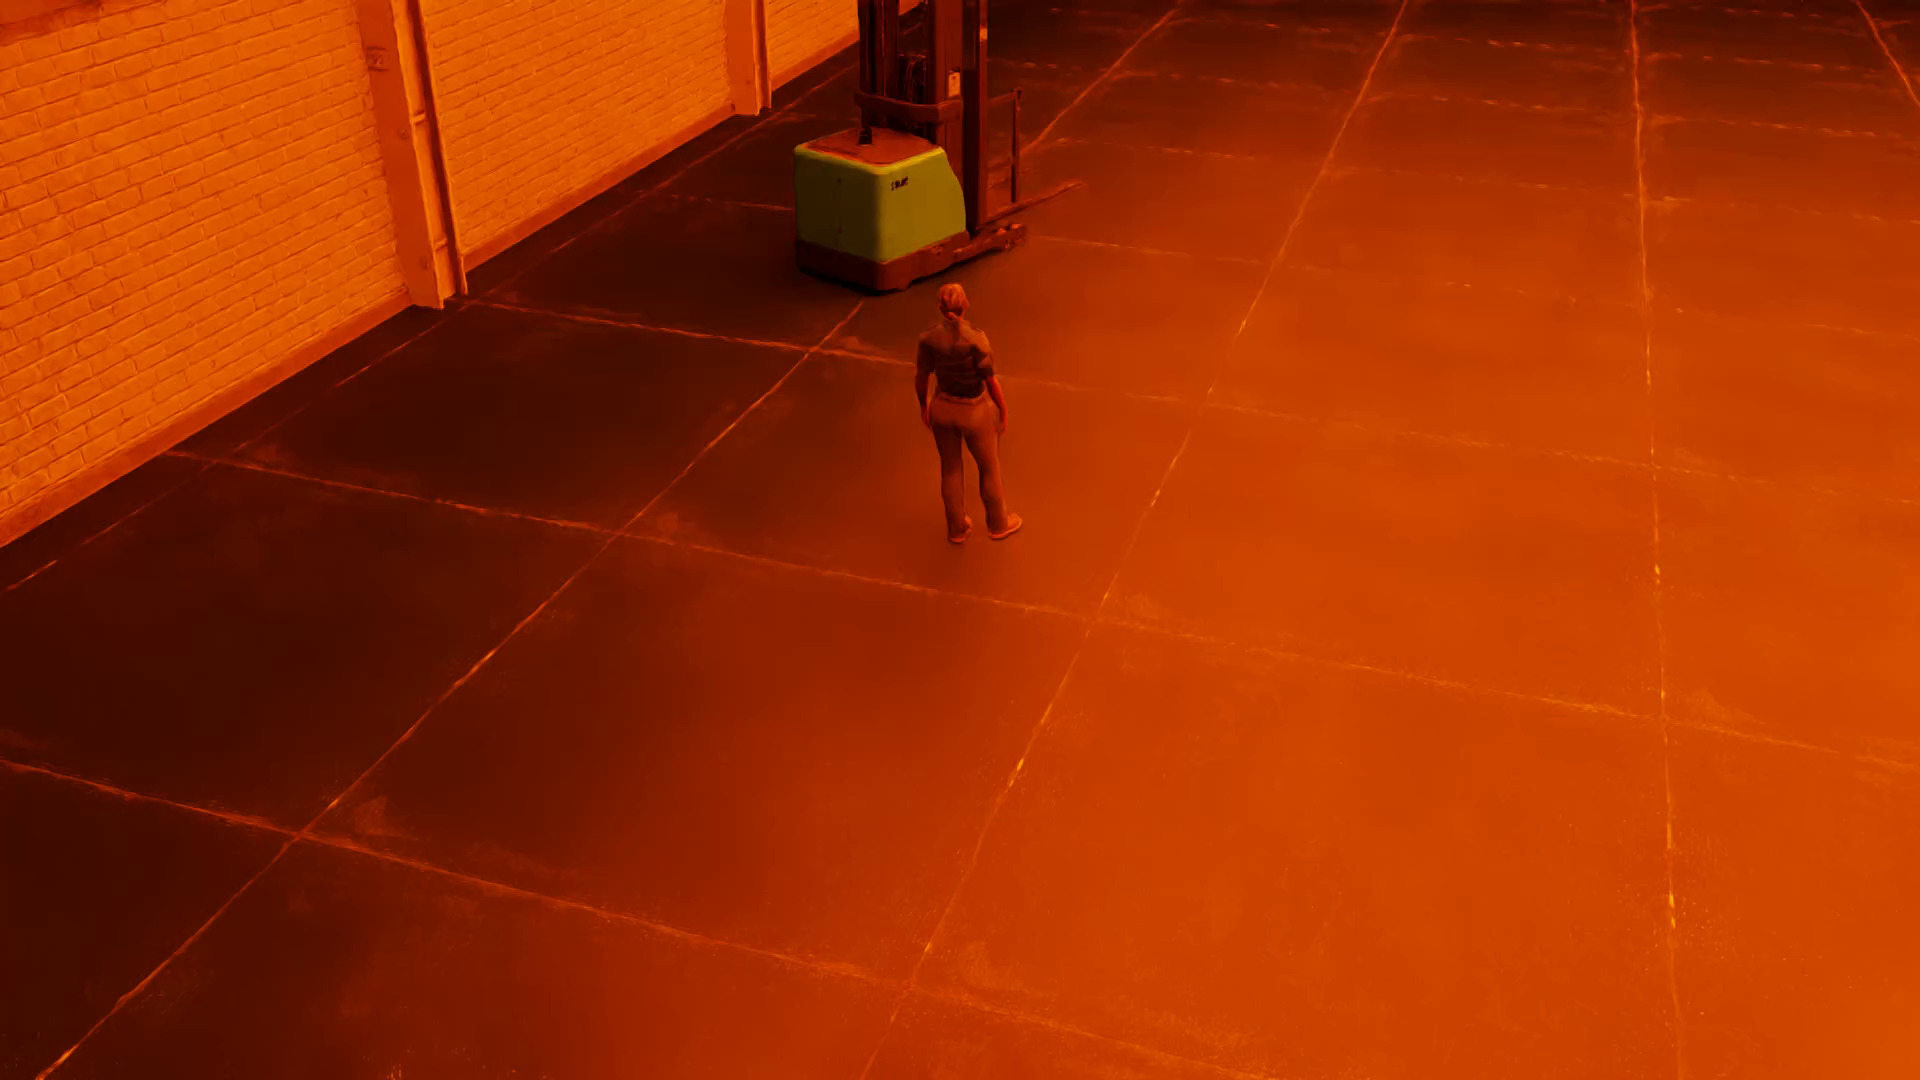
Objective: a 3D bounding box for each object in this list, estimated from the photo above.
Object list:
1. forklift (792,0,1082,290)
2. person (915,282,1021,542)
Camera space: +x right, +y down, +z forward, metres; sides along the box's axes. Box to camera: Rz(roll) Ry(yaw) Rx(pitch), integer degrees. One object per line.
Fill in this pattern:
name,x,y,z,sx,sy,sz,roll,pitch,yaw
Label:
forklift,-0.069,-3.967,14.096,1.130,2.935,3.031,22,36,33
person,0.047,-0.763,9.749,0.570,1.654,0.503,10,31,16
